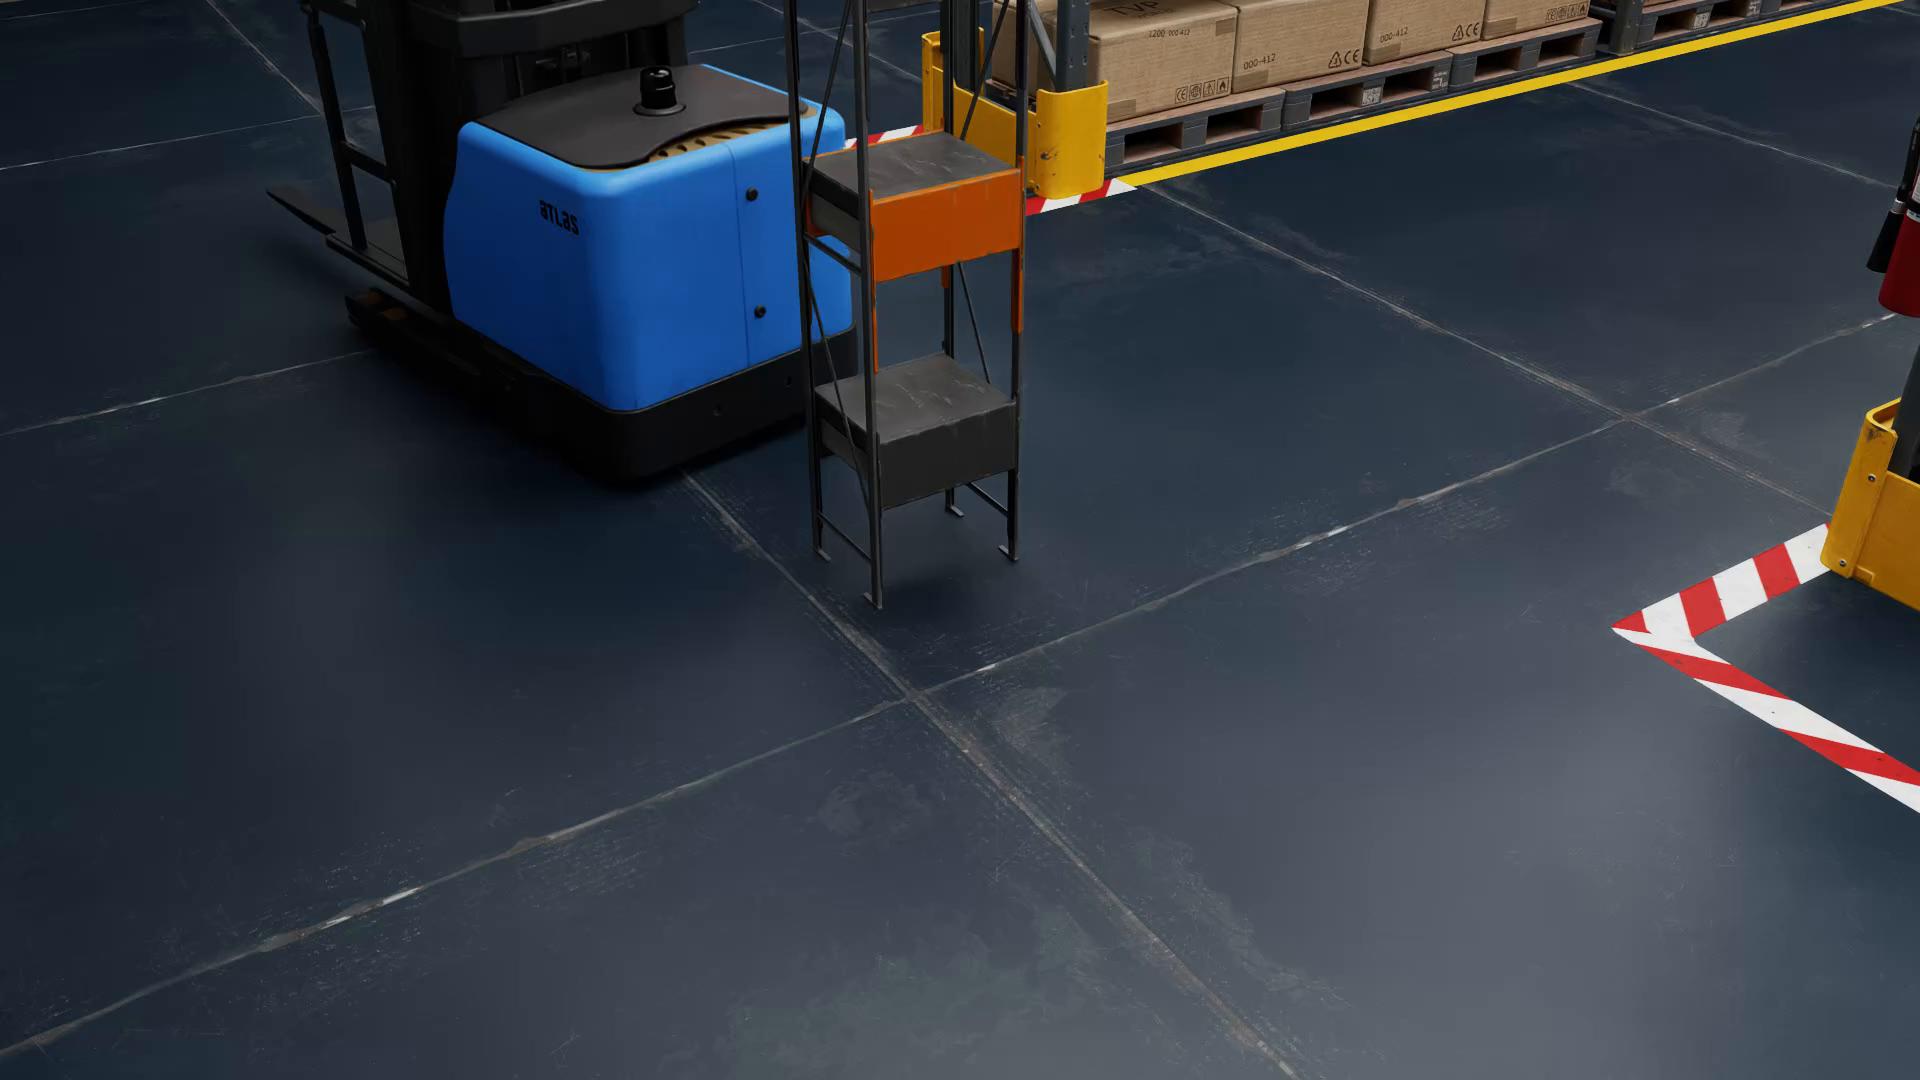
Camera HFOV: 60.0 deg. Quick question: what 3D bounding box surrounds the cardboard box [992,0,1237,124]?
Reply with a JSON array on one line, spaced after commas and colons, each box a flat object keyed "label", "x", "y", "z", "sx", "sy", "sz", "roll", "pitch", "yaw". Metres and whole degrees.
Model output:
[{"label": "cardboard box", "x": 0.767, "y": -2.493, "z": 8.399, "sx": 0.875, "sy": 0.438, "sz": 0.875, "roll": -20, "pitch": 38, "yaw": -29}]

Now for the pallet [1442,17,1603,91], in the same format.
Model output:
[{"label": "pallet", "x": 2.947, "y": -2.956, "z": 9.738, "sx": 1.213, "sy": 0.211, "sz": 1.003, "roll": -19, "pitch": 37, "yaw": -27}]

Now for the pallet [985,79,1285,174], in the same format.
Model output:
[{"label": "pallet", "x": 0.896, "y": -2.251, "z": 8.620, "sx": 1.213, "sy": 0.211, "sz": 1.003, "roll": -19, "pitch": 37, "yaw": -27}]

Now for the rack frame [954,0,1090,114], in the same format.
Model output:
[{"label": "rack frame", "x": 0.267, "y": -3.164, "z": 7.454, "sx": 0.127, "sy": 3.000, "sz": 1.000, "roll": -19, "pitch": 37, "yaw": -27}]

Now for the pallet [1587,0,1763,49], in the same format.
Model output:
[{"label": "pallet", "x": 4.236, "y": -3.398, "z": 10.438, "sx": 1.213, "sy": 0.211, "sz": 1.003, "roll": -19, "pitch": 37, "yaw": -27}]

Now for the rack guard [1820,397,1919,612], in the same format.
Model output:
[{"label": "rack guard", "x": 3.097, "y": 0.062, "z": 4.683, "sx": 0.348, "sy": 0.500, "sz": 1.175, "roll": -19, "pitch": 37, "yaw": -27}]

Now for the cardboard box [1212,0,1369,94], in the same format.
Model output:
[{"label": "cardboard box", "x": 1.532, "y": -2.762, "z": 8.824, "sx": 0.875, "sy": 0.438, "sz": 0.875, "roll": -18, "pitch": 36, "yaw": -26}]

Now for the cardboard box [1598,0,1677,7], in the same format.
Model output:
[{"label": "cardboard box", "x": 4.106, "y": -3.814, "z": 10.083, "sx": 0.875, "sy": 0.875, "sz": 0.875, "roll": -18, "pitch": 36, "yaw": -26}]

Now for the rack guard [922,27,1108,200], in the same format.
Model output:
[{"label": "rack guard", "x": 0.246, "y": -2.100, "z": 8.110, "sx": 0.348, "sy": 0.500, "sz": 1.175, "roll": -19, "pitch": 37, "yaw": -27}]

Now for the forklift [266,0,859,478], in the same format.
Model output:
[{"label": "forklift", "x": -1.749, "y": -2.134, "z": 5.886, "sx": 1.130, "sy": 2.935, "sz": 3.031, "roll": -27, "pitch": 41, "yaw": -36}]

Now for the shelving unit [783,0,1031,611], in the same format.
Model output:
[{"label": "shelving unit", "x": -0.139, "y": -0.840, "z": 4.614, "sx": 0.503, "sy": 2.100, "sz": 0.431, "roll": -19, "pitch": 37, "yaw": -27}]

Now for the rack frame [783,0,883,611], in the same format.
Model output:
[{"label": "rack frame", "x": -0.344, "y": -0.770, "z": 4.502, "sx": 0.015, "sy": 2.100, "sz": 0.400, "roll": -19, "pitch": 37, "yaw": -27}]

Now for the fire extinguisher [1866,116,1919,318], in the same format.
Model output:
[{"label": "fire extinguisher", "x": 2.572, "y": -0.917, "z": 4.314, "sx": 0.183, "sy": 0.674, "sz": 0.296, "roll": -19, "pitch": 37, "yaw": -27}]

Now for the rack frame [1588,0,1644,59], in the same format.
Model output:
[{"label": "rack frame", "x": 3.629, "y": -4.320, "z": 9.287, "sx": 0.127, "sy": 3.000, "sz": 1.000, "roll": -19, "pitch": 37, "yaw": -27}]

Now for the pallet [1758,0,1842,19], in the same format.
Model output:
[{"label": "pallet", "x": 5.263, "y": -3.752, "z": 11.001, "sx": 1.213, "sy": 0.211, "sz": 1.003, "roll": -19, "pitch": 37, "yaw": -27}]

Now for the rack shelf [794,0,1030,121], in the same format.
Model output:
[{"label": "rack shelf", "x": -0.139, "y": -1.421, "z": 4.248, "sx": 0.480, "sy": 0.518, "sz": 0.431, "roll": -19, "pitch": 37, "yaw": -27}]

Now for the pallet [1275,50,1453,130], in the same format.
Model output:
[{"label": "pallet", "x": 1.921, "y": -2.601, "z": 9.176, "sx": 1.213, "sy": 0.211, "sz": 1.003, "roll": -19, "pitch": 37, "yaw": -27}]

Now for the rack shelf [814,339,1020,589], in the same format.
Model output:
[{"label": "rack shelf", "x": -0.139, "y": -0.237, "z": 4.995, "sx": 0.480, "sy": 0.518, "sz": 0.431, "roll": -19, "pitch": 37, "yaw": -27}]

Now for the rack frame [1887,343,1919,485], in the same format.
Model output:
[{"label": "rack frame", "x": 3.034, "y": -0.973, "z": 3.981, "sx": 0.127, "sy": 3.000, "sz": 1.000, "roll": -19, "pitch": 37, "yaw": -27}]

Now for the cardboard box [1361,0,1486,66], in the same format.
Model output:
[{"label": "cardboard box", "x": 2.291, "y": -3.022, "z": 9.236, "sx": 0.875, "sy": 0.438, "sz": 0.875, "roll": -20, "pitch": 37, "yaw": -29}]

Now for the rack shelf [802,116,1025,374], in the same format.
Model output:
[{"label": "rack shelf", "x": -0.139, "y": -0.829, "z": 4.621, "sx": 0.480, "sy": 0.518, "sz": 0.431, "roll": -19, "pitch": 37, "yaw": -27}]

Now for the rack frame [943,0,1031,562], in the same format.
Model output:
[{"label": "rack frame", "x": 0.066, "y": -0.911, "z": 4.726, "sx": 0.015, "sy": 2.100, "sz": 0.400, "roll": -19, "pitch": 37, "yaw": -27}]

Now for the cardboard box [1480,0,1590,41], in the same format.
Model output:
[{"label": "cardboard box", "x": 3.043, "y": -3.281, "z": 9.647, "sx": 0.875, "sy": 0.438, "sz": 0.875, "roll": -20, "pitch": 37, "yaw": -28}]
